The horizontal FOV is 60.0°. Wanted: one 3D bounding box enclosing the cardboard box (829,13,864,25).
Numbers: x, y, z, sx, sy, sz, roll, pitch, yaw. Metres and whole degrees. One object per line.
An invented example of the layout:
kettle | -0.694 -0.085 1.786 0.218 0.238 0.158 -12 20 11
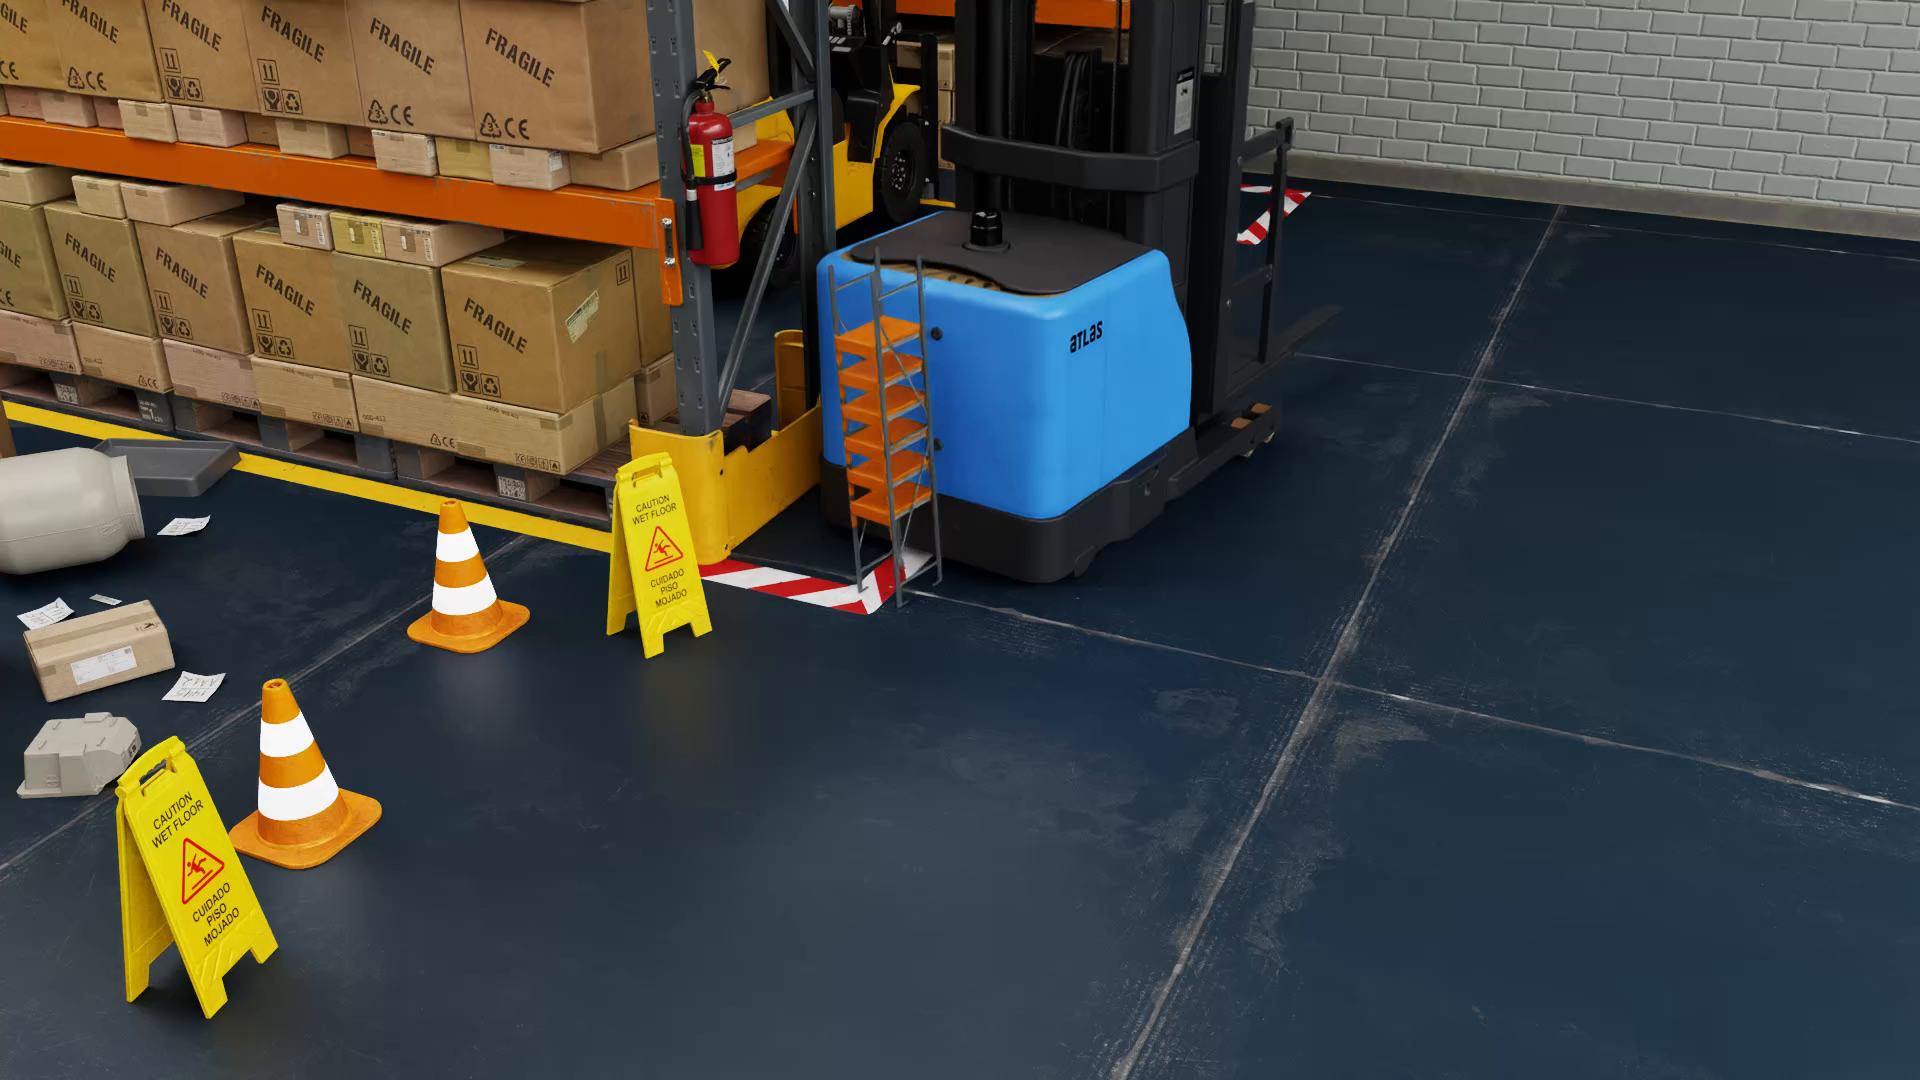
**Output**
cardboard box | -0.885 -3.432 11.329 0.500 0.250 0.500 12 28 22

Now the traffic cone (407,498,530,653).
traffic cone | -1.671 0.081 5.561 0.334 0.463 0.336 11 28 22

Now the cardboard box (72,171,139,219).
cardboard box | -3.403 -1.454 6.861 0.250 0.149 0.380 13 29 24

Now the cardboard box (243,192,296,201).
cardboard box | -2.808 -1.334 7.352 0.500 0.500 0.500 13 29 24

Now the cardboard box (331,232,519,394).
cardboard box | -2.059 -0.924 6.519 0.500 0.500 0.500 12 29 24

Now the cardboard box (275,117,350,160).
cardboard box | -2.367 -1.572 6.332 0.250 0.149 0.380 11 28 21

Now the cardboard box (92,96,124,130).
cardboard box | -3.260 -1.772 6.738 0.250 0.149 0.380 11 28 22

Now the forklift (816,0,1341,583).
forklift | 0.715 -1.765 6.516 1.130 2.935 3.031 17 31 30

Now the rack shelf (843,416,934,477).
rack shelf | -0.240 -0.326 5.634 0.180 0.103 0.258 18 34 36

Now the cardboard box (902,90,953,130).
cardboard box | -0.197 -2.818 10.649 0.500 0.250 0.500 11 28 21

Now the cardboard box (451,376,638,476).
cardboard box | -1.614 -0.496 6.499 0.500 0.250 0.500 11 28 22

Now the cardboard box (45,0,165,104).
cardboard box | -3.183 -2.035 6.537 0.500 0.500 0.500 11 28 21

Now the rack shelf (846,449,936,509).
rack shelf | -0.234 -0.220 5.689 0.180 0.103 0.258 18 34 36

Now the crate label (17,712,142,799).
crate label | -2.562 0.617 4.842 0.298 0.136 0.250 -2 26 -5

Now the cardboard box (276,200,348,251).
cardboard box | -2.411 -1.257 6.461 0.250 0.149 0.380 13 29 24

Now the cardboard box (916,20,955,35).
cardboard box | 0.040 -3.246 10.954 0.500 0.250 0.500 11 28 21

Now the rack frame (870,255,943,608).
rack frame | -0.172 -0.342 5.560 0.006 1.200 0.240 18 34 36

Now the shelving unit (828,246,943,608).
shelving unit | -0.242 -0.365 5.613 0.189 1.200 0.258 18 34 36

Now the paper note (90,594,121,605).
paper note | -2.988 0.209 5.814 0.123 0.001 0.032 11 28 22

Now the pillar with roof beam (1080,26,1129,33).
pillar with roof beam | -0.737 -4.944 6.103 0.400 9.000 9.100 11 28 22

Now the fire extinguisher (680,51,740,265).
fire extinguisher | -0.832 -1.256 5.493 0.183 0.674 0.296 11 28 22

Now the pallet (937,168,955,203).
pallet | 0.593 -2.365 10.815 1.213 0.211 1.003 11 28 22

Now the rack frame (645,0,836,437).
rack frame | -0.745 -1.497 5.895 0.127 3.000 1.000 11 28 22

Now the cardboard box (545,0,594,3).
cardboard box | -1.300 -2.129 5.597 0.500 0.500 0.700 11 28 21

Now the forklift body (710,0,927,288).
forklift body | -1.175 -2.726 9.352 1.214 2.155 2.313 11 28 22

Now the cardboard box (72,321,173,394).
cardboard box | -3.470 -0.874 7.266 0.500 0.250 0.500 13 29 25

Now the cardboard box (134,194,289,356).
cardboard box | -2.998 -1.114 6.906 0.500 0.500 0.500 13 29 24

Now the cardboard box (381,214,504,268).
cardboard box | -1.944 -1.161 6.266 0.250 0.149 0.380 12 29 23

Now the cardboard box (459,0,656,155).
cardboard box | -1.353 -1.664 5.783 0.500 0.500 0.500 11 28 21

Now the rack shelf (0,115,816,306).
rack shelf | -2.566 -1.540 6.796 4.000 0.370 1.077 11 28 22

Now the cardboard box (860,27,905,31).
cardboard box | -0.631 -3.131 10.718 0.500 0.250 0.500 11 28 21

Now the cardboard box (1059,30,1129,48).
cardboard box | 0.947 -3.061 10.577 0.500 0.250 0.500 11 28 21

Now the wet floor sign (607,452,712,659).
wet floor sign | -1.015 0.024 5.470 0.232 0.644 0.267 23 35 39

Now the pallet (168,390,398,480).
pallet | -2.646 -0.646 7.324 1.213 0.211 1.003 11 28 22

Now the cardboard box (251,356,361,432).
cardboard box | -2.539 -0.683 6.878 0.500 0.250 0.500 10 28 20

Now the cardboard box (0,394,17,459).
cardboard box | -3.974 -0.365 6.422 0.500 0.500 0.500 -12 29 -23

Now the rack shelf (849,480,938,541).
rack shelf | -0.227 -0.113 5.744 0.180 0.103 0.258 18 34 36

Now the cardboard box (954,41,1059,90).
cardboard box | 0.291 -2.947 10.345 0.500 0.250 0.500 12 29 23

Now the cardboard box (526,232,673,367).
cardboard box | -1.387 -1.051 6.777 0.500 0.500 0.500 10 28 20

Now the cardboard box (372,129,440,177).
cardboard box | -1.922 -1.459 6.101 0.250 0.149 0.380 12 29 23

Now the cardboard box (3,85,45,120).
cardboard box | -3.726 -1.867 6.931 0.250 0.149 0.380 11 28 22

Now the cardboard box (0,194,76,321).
cardboard box | -3.961 -1.303 7.289 0.500 0.500 0.500 13 29 24

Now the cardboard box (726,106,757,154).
cardboard box | -0.969 -1.530 6.245 0.250 0.149 0.380 11 28 22

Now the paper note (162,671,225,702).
paper note | -2.430 0.463 5.276 0.142 0.019 0.148 2 26 4

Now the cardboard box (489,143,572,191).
cardboard box | -1.451 -1.368 5.918 0.250 0.149 0.380 11 28 21

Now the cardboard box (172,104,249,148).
cardboard box | -2.831 -1.657 6.503 0.250 0.149 0.380 11 28 22

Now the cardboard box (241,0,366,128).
cardboard box | -2.261 -1.850 6.162 0.500 0.500 0.500 11 28 22
